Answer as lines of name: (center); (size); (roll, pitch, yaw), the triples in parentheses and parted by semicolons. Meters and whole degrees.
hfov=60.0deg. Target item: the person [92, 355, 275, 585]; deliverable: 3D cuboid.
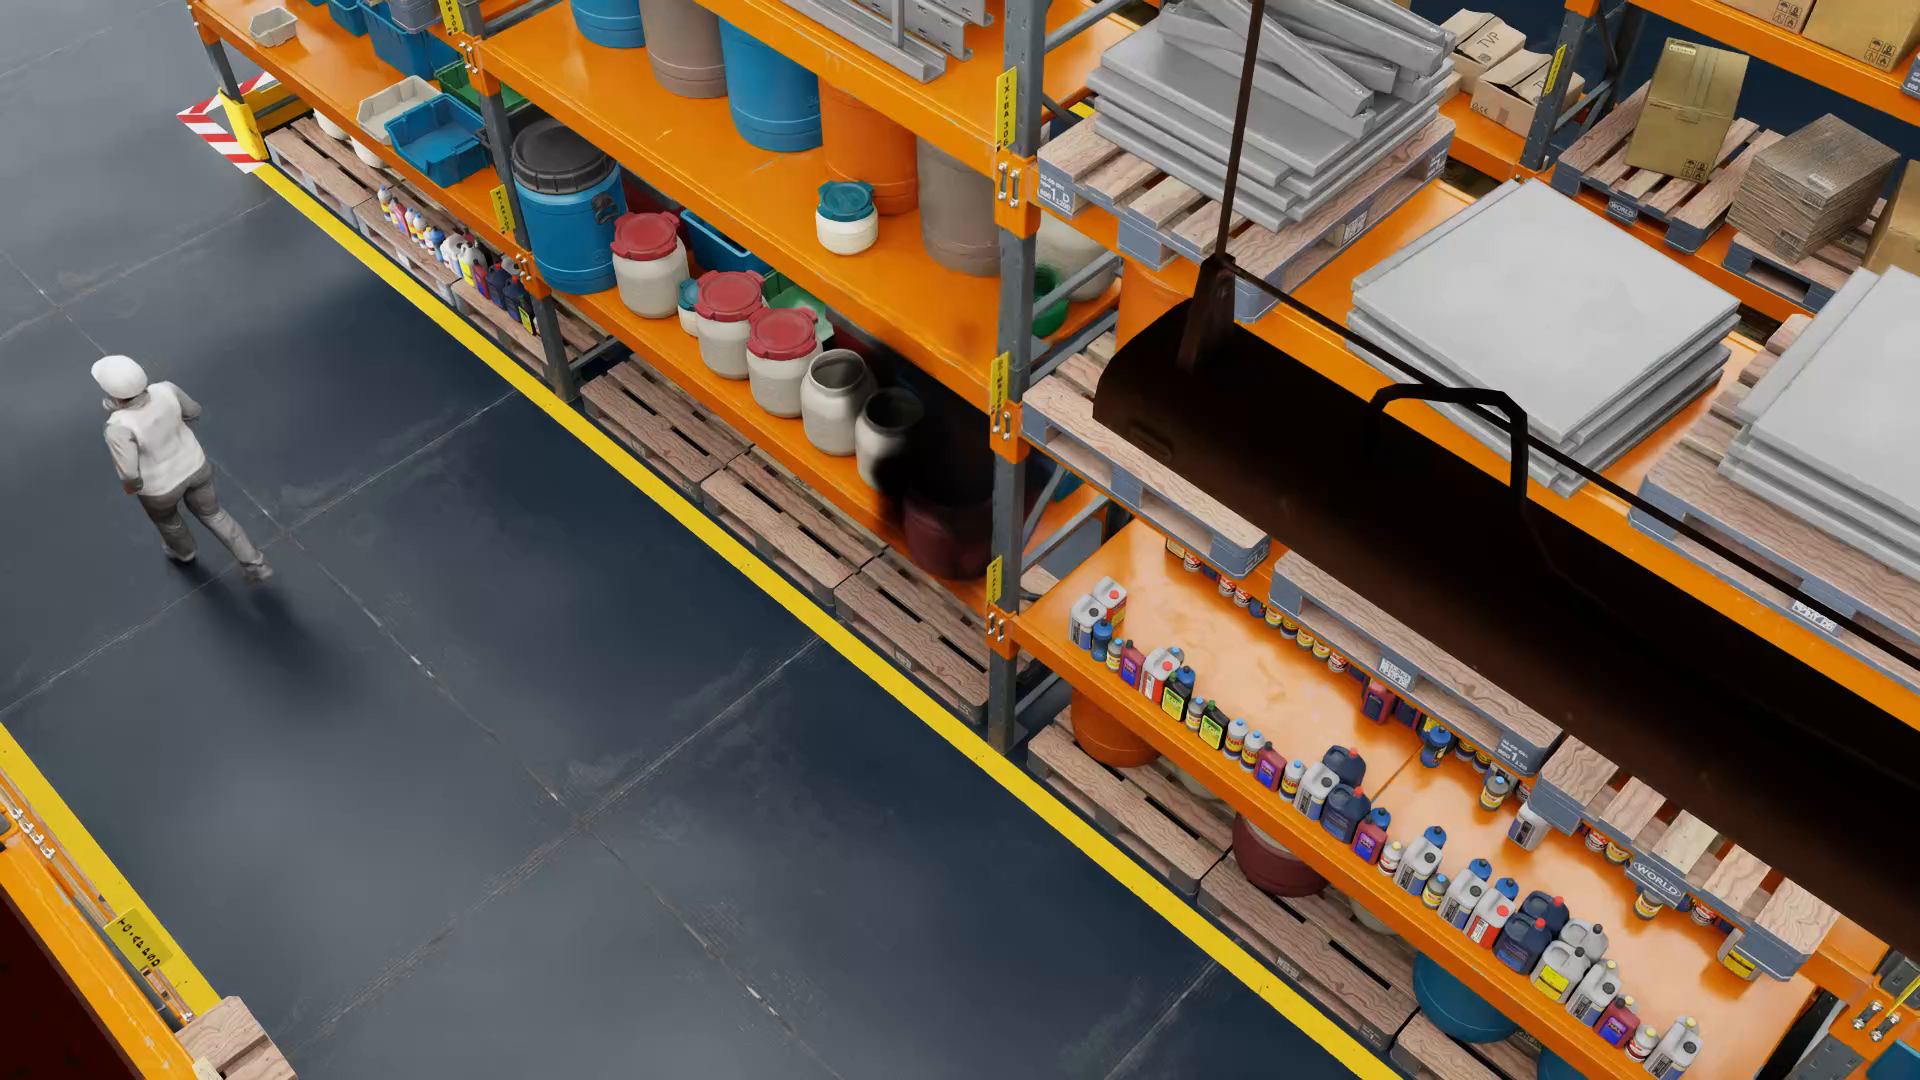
person: (-4.520, -0.377, 9.538); (0.955, 1.789, 0.658); (28, 55, 21)

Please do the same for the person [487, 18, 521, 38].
person: (-3.595, -4.159, 12.738); (0.593, 1.724, 0.746); (35, 58, 26)
